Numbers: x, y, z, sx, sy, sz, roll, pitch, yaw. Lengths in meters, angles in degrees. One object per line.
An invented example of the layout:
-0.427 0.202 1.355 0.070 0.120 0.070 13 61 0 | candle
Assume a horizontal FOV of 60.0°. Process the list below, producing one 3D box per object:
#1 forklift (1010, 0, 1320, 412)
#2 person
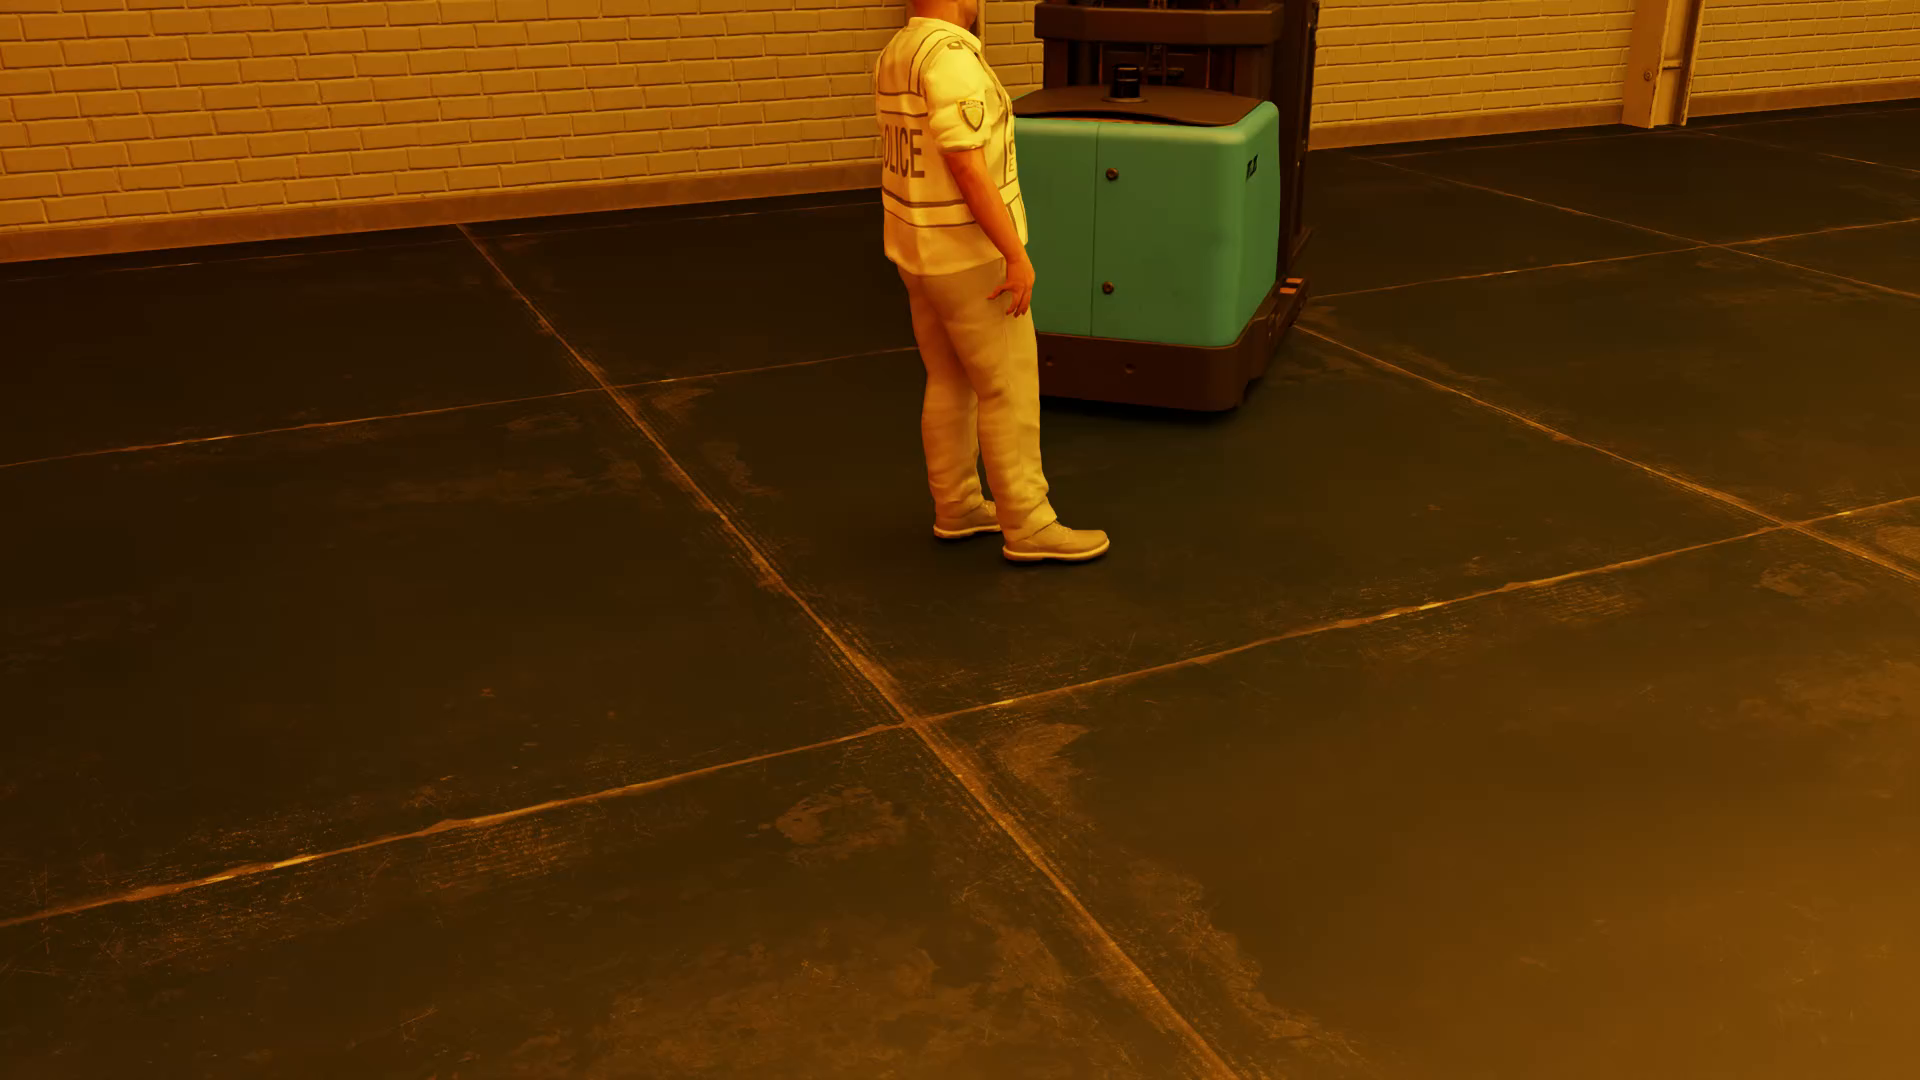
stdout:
0.960 -2.356 6.958 1.130 2.935 3.031 7 24 17 | forklift
0.076 -0.839 4.783 0.573 1.782 0.642 -10 25 -23 | person
